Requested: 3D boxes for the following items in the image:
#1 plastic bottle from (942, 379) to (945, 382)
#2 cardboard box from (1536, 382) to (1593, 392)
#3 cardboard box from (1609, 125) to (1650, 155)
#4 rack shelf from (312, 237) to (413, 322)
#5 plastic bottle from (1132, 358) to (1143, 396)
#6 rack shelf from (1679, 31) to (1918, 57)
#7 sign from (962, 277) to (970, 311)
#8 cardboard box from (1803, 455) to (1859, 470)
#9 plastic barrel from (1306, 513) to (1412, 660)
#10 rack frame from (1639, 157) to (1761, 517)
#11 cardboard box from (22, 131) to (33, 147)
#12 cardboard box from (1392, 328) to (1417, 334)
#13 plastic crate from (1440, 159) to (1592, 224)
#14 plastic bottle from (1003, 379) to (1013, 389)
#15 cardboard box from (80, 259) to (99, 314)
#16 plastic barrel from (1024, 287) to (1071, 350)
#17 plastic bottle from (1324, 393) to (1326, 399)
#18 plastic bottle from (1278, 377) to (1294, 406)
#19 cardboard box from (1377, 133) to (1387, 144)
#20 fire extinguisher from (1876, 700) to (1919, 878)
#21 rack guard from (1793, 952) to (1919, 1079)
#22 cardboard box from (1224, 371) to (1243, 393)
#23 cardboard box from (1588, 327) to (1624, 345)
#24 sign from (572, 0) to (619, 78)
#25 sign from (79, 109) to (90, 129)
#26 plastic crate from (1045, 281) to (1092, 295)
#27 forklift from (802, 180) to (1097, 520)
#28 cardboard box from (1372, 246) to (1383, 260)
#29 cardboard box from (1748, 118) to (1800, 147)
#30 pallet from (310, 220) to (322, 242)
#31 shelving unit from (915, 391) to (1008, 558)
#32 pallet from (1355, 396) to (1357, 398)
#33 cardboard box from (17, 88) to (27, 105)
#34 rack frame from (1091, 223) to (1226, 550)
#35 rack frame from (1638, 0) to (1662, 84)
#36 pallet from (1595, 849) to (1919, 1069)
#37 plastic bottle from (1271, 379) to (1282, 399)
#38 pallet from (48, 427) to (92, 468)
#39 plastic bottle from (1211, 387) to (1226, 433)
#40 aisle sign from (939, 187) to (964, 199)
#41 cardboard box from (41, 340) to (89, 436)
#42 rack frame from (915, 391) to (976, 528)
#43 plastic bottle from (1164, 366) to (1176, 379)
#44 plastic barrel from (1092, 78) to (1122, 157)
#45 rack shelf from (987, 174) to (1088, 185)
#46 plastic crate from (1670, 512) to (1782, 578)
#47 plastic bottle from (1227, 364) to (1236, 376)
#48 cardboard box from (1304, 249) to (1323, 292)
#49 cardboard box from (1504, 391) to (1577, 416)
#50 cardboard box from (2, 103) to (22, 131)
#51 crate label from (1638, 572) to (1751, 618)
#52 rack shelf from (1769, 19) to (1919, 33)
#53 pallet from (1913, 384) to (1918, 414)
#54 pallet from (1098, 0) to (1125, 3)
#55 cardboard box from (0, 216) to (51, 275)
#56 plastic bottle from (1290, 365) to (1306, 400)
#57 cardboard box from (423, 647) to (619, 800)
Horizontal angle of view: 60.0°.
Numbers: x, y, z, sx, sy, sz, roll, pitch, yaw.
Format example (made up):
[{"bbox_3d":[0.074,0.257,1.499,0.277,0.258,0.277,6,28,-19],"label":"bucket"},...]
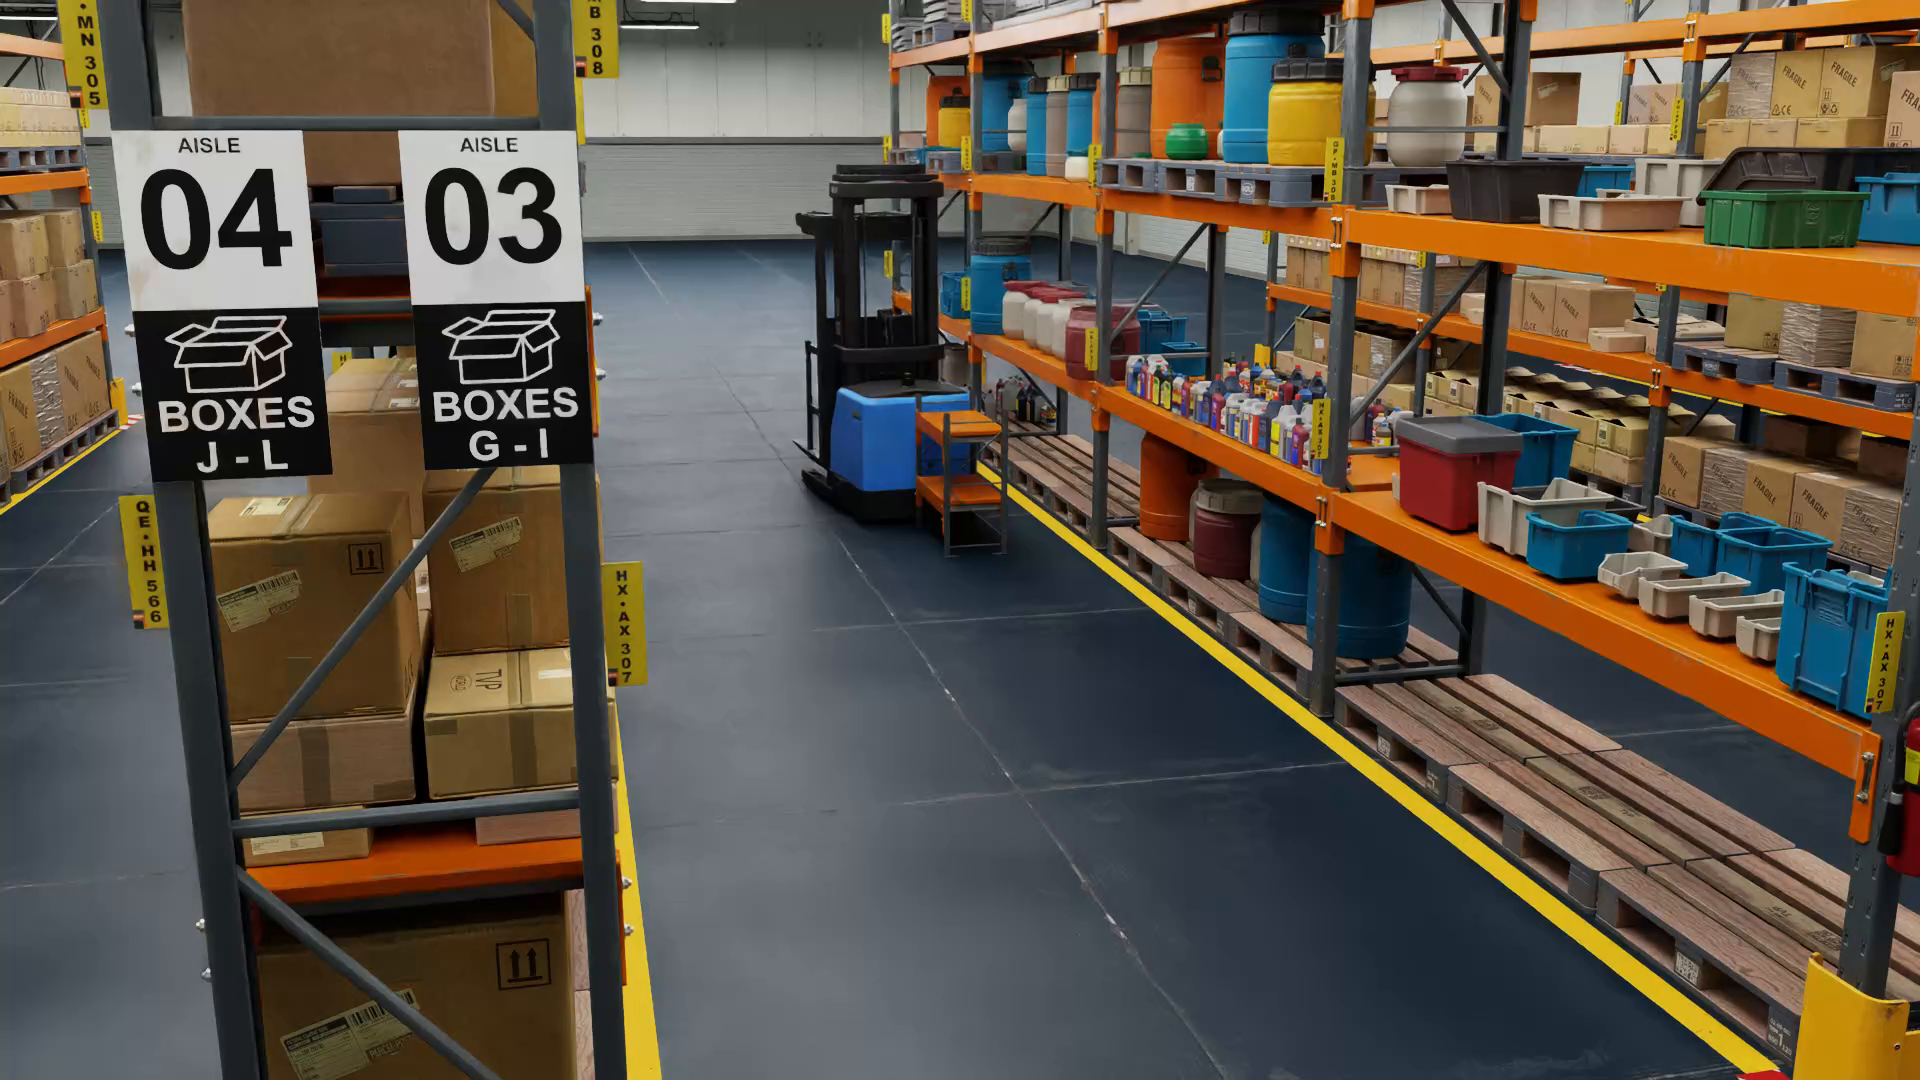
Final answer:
[{"bbox_3d":[-0.179,-1.669,18.733,0.061,0.283,0.133,-3,14,-12],"label":"plastic bottle"},{"bbox_3d":[6.035,-1.444,16.745,0.500,0.311,0.500,-3,14,-13],"label":"cardboard box"},{"bbox_3d":[6.056,-3.503,14.555,0.500,0.250,0.500,-3,14,-12],"label":"cardboard box"},{"bbox_3d":[-1.863,-0.995,5.812,0.919,0.052,3.809,-3,14,-13],"label":"rack shelf"},{"bbox_3d":[1.330,-1.209,12.327,0.097,0.271,0.097,0,14,0],"label":"plastic bottle"},{"bbox_3d":[9.763,-6.012,20.186,0.919,0.124,3.809,-3,14,-13],"label":"rack shelf"},{"bbox_3d":[0.065,-2.447,16.539,0.100,0.325,0.005,-3,14,-13],"label":"sign"},{"bbox_3d":[6.927,-0.370,12.962,0.500,0.500,0.500,-4,14,-15],"label":"cardboard box"},{"bbox_3d":[2.370,0.194,9.849,0.600,0.901,0.708,-3,14,-13],"label":"plastic barrel"},{"bbox_3d":[6.358,-1.693,14.036,1.000,3.000,0.127,-3,14,-13],"label":"rack frame"},{"bbox_3d":[-9.169,-3.853,15.990,0.380,0.149,0.250,-3,14,-12],"label":"cardboard box"},{"bbox_3d":[5.379,-2.203,19.454,0.500,0.500,0.500,-3,14,-13],"label":"cardboard box"},{"bbox_3d":[2.507,-1.587,7.557,0.497,0.269,0.590,-3,14,-13],"label":"plastic crate"},{"bbox_3d":[0.553,-1.695,18.856,0.152,0.276,0.135,-3,14,-13],"label":"plastic bottle"},{"bbox_3d":[-9.865,-2.724,17.940,0.883,0.550,0.562,-3,14,-14],"label":"cardboard box"},{"bbox_3d":[0.786,-2.004,15.024,0.433,0.535,0.433,0,14,0],"label":"plastic barrel"},{"bbox_3d":[2.448,-0.878,10.973,0.097,0.271,0.097,0,14,0],"label":"plastic bottle"},{"bbox_3d":[2.223,-0.977,11.352,0.061,0.283,0.133,-3,14,-13],"label":"plastic bottle"},{"bbox_3d":[4.869,-4.486,18.497,0.380,0.149,0.250,-3,14,-13],"label":"cardboard box"},{"bbox_3d":[3.014,0.707,5.163,0.296,0.674,0.183,-3,14,-13],"label":"fire extinguisher"},{"bbox_3d":[3.439,1.647,5.633,1.175,0.500,0.348,-3,14,-13],"label":"rack guard"},{"bbox_3d":[1.805,-0.958,11.134,0.147,0.351,0.187,-4,14,-14],"label":"cardboard box"},{"bbox_3d":[6.003,-1.862,15.257,0.380,0.149,0.250,-2,14,-9],"label":"cardboard box"},{"bbox_3d":[-0.853,-1.246,3.877,0.100,0.325,0.005,-3,14,-13],"label":"sign"},{"bbox_3d":[-9.466,-4.610,17.957,0.100,0.325,0.005,-3,14,-13],"label":"sign"},{"bbox_3d":[1.014,-2.277,16.292,0.402,0.464,0.583,-3,14,-13],"label":"plastic crate"},{"bbox_3d":[1.622,-6.481,33.965,19.219,2.843,37.947,-5,15,-20],"label":"forklift"},{"bbox_3d":[4.909,-3.265,18.894,0.380,0.149,0.250,-3,14,-13],"label":"cardboard box"},{"bbox_3d":[6.613,-2.982,12.783,0.910,0.500,0.500,-3,14,-13],"label":"cardboard box"},{"bbox_3d":[-1.868,-1.163,5.733,1.003,0.211,1.213,-3,14,-13],"label":"pallet"},{"bbox_3d":[-10.752,-3.793,16.311,19.663,6.000,13.307,-3,14,-13],"label":"shelving unit"},{"bbox_3d":[4.982,-1.729,20.059,1.003,0.211,1.213,-3,14,-13],"label":"pallet"},{"bbox_3d":[-9.169,-4.240,15.896,0.380,0.149,0.250,-3,14,-13],"label":"cardboard box"},{"bbox_3d":[1.542,-1.418,12.910,1.000,3.000,0.127,-3,14,-13],"label":"rack frame"},{"bbox_3d":[9.290,-6.730,22.011,0.949,2.616,0.053,-3,14,-13],"label":"rack frame"},{"bbox_3d":[3.265,1.590,6.474,1.003,0.211,1.213,-3,14,-13],"label":"pallet"},{"bbox_3d":[2.252,-1.036,11.766,0.097,0.201,0.097,0,14,0],"label":"plastic bottle"},{"bbox_3d":[-9.450,-0.918,16.742,1.003,0.211,1.213,-3,14,-13],"label":"pallet"},{"bbox_3d":[1.686,-0.847,10.820,0.061,0.283,0.133,-3,14,-13],"label":"plastic bottle"},{"bbox_3d":[-0.065,-4.559,20.291,0.394,0.787,0.004,-3,14,-13],"label":"aisle sign"},{"bbox_3d":[-9.564,-1.550,17.044,0.875,0.875,0.875,-4,14,-14],"label":"cardboard box"},{"bbox_3d":[-0.118,-0.662,13.767,0.500,1.125,0.032,-3,14,-13],"label":"rack frame"},{"bbox_3d":[1.498,-1.106,11.904,0.097,0.271,0.097,0,14,0],"label":"plastic bottle"},{"bbox_3d":[1.406,-3.436,13.945,0.600,0.830,0.708,-3,14,-13],"label":"plastic barrel"},{"bbox_3d":[1.072,-3.082,14.504,0.919,0.124,3.809,-3,14,-13],"label":"rack shelf"},{"bbox_3d":[3.303,0.032,7.203,0.416,0.233,0.300,-3,14,-13],"label":"plastic crate"},{"bbox_3d":[2.061,-1.224,12.536,0.097,0.201,0.097,0,14,0],"label":"plastic bottle"},{"bbox_3d":[4.704,-3.358,20.640,0.700,0.500,0.500,-3,14,-12],"label":"cardboard box"},{"bbox_3d":[5.635,-1.293,16.125,0.500,0.311,0.500,-3,14,-12],"label":"cardboard box"},{"bbox_3d":[-9.139,-3.954,15.563,0.500,0.250,0.500,-3,14,-14],"label":"cardboard box"},{"bbox_3d":[2.910,0.218,6.643,0.396,0.136,0.243,-3,14,-13],"label":"crate label"},{"bbox_3d":[6.827,-3.697,11.545,0.919,0.124,3.809,-3,14,-13],"label":"rack shelf"},{"bbox_3d":[7.215,-0.867,11.061,1.003,0.211,1.213,-3,14,-13],"label":"pallet"},{"bbox_3d":[1.681,-3.878,11.579,1.213,0.211,1.003,-3,14,-13],"label":"pallet"},{"bbox_3d":[-9.478,-2.870,16.264,0.875,0.550,0.500,-3,14,-13],"label":"cardboard box"},{"bbox_3d":[2.317,-1.022,11.392,0.144,0.351,0.185,-3,14,-13],"label":"plastic bottle"},{"bbox_3d":[-1.244,0.506,4.723,0.500,0.250,0.500,-4,14,-15],"label":"cardboard box"}]
